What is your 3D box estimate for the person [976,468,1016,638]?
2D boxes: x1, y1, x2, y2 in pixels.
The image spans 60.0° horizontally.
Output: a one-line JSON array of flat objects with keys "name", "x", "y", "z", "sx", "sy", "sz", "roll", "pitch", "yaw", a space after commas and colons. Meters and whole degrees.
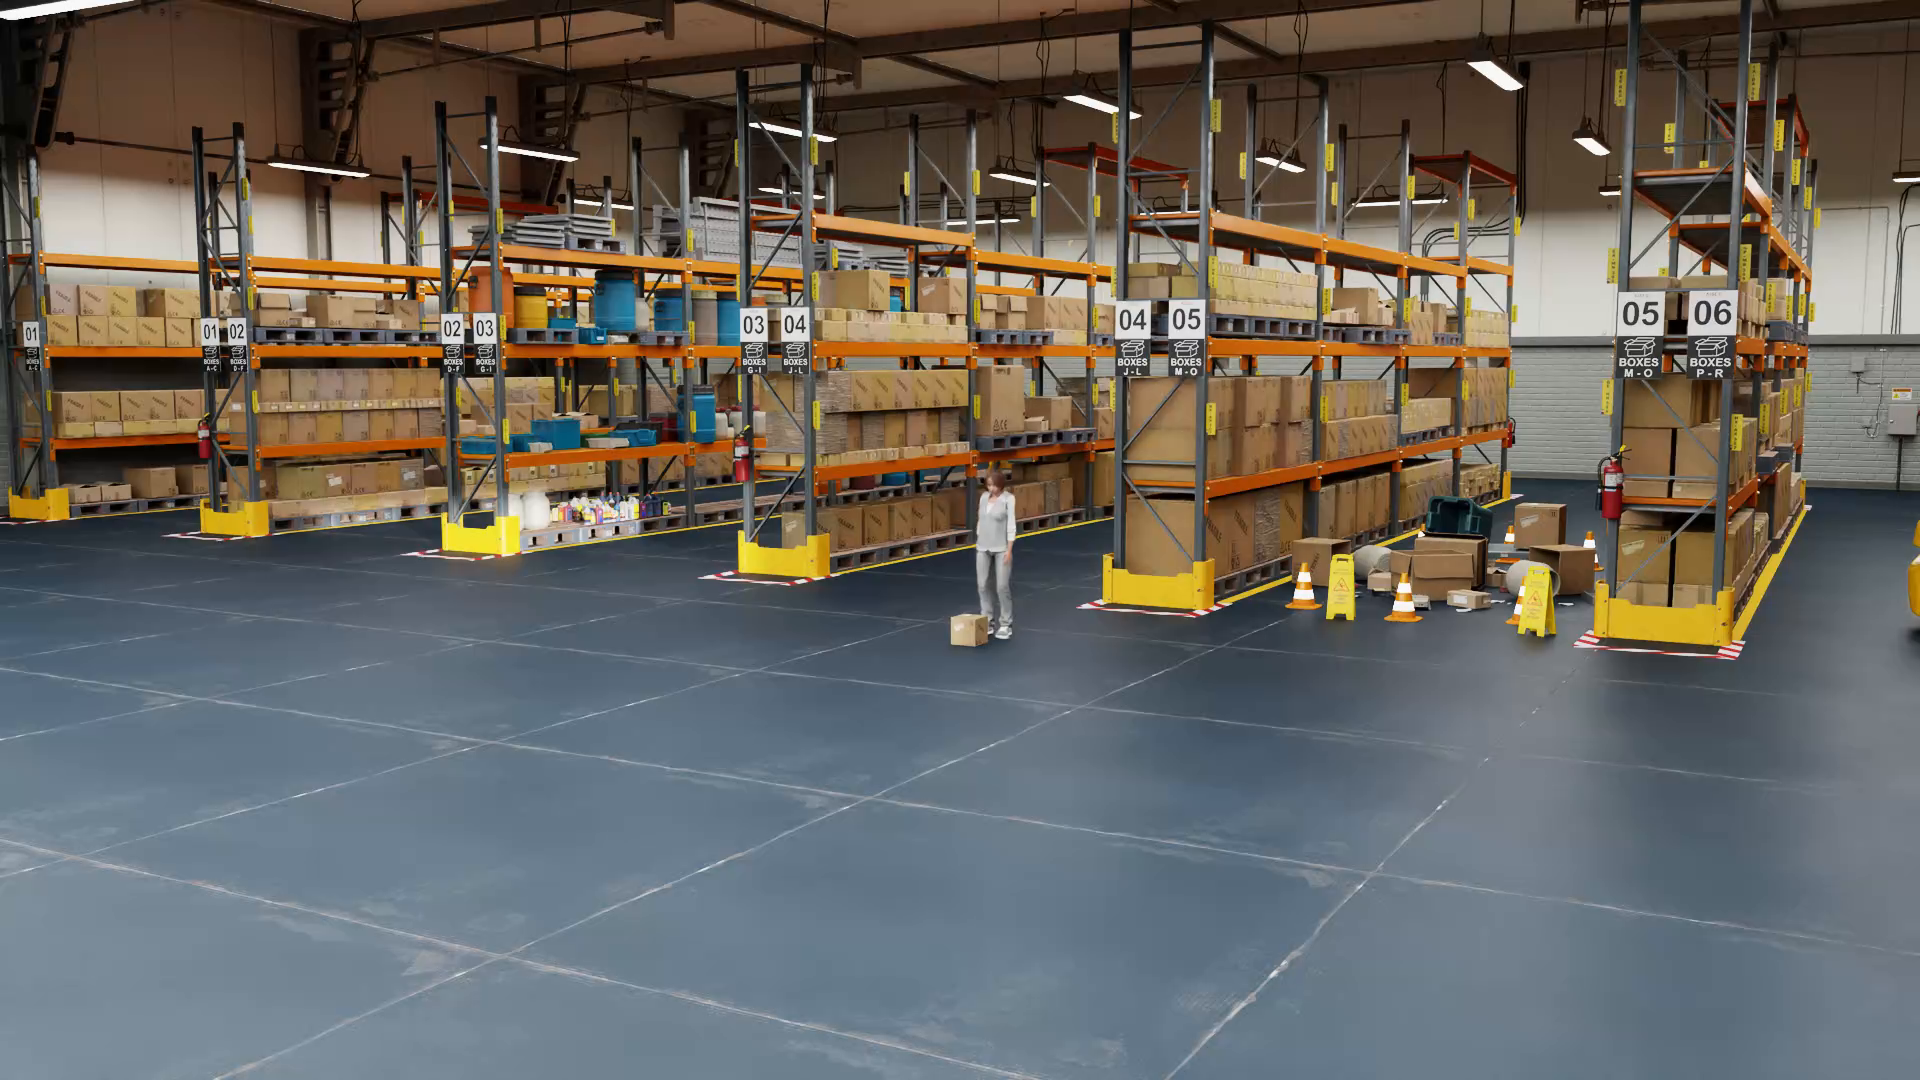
[{"name": "person", "x": 0.345, "y": 0.117, "z": 15.541, "sx": 0.409, "sy": 1.592, "sz": 0.300, "roll": 4, "pitch": 7, "yaw": 30}]
